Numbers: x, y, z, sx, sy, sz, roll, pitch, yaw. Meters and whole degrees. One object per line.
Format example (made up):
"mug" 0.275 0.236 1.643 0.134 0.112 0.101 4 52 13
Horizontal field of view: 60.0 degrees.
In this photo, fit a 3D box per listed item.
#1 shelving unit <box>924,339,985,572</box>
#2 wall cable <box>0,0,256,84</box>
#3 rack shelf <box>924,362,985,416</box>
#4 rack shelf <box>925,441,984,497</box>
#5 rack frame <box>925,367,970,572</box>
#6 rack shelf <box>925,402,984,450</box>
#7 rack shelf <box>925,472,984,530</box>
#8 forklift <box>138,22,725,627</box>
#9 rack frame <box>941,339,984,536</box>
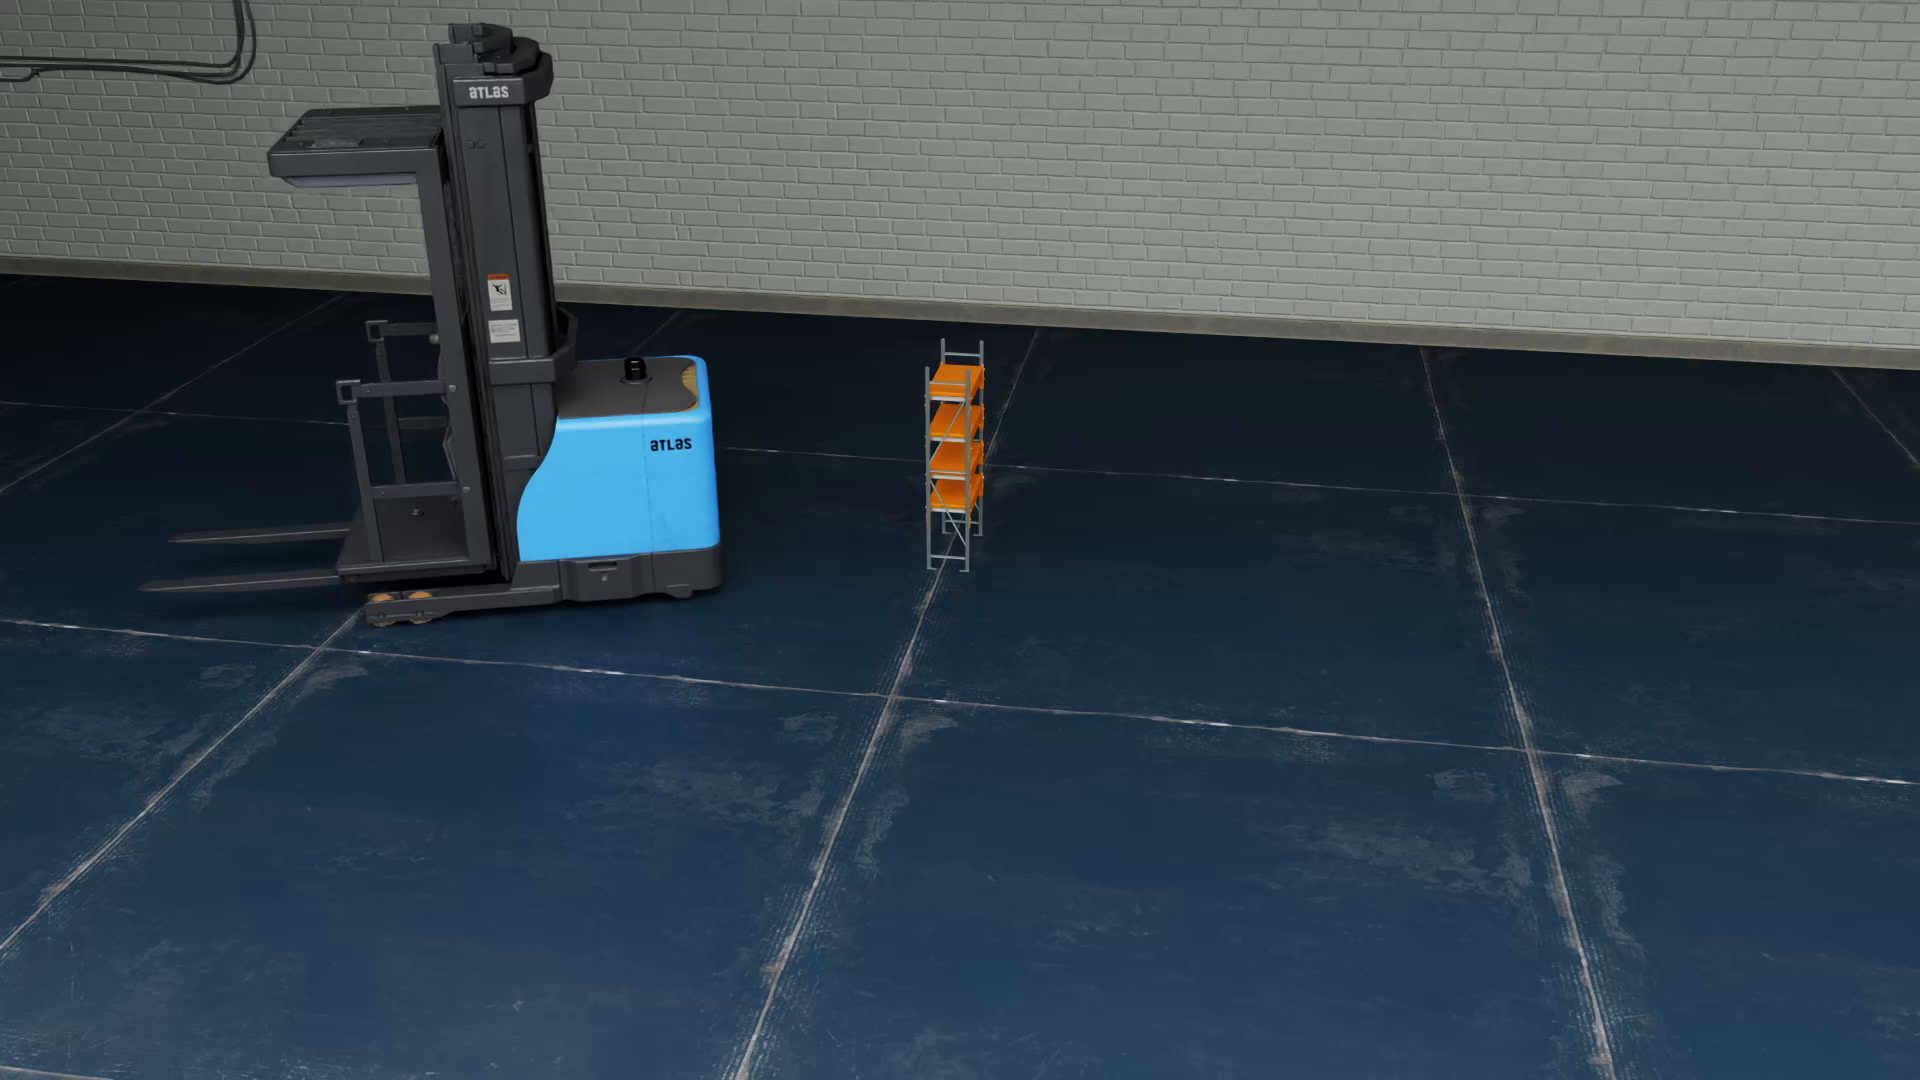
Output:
"shelving unit" -0.027 -0.474 9.348 0.258 1.200 0.503 4 25 9
"wall cable" -7.254 -4.945 13.362 3.097 2.526 0.112 4 25 9
"rack shelf" -0.027 -0.830 9.181 0.258 0.148 0.480 4 25 9
"rack shelf" -0.027 -0.413 9.376 0.258 0.148 0.480 4 25 9
"rack frame" -0.067 -0.372 9.130 0.240 1.200 0.015 4 25 9
"rack shelf" -0.027 -0.616 9.281 0.258 0.148 0.480 4 25 9
"rack shelf" -0.027 -0.233 9.460 0.258 0.148 0.480 4 25 9
"forklift" -2.853 -1.113 8.670 3.031 2.935 1.130 -4 25 -9
"rack frame" 0.013 -0.576 9.566 0.240 1.200 0.015 4 25 9
